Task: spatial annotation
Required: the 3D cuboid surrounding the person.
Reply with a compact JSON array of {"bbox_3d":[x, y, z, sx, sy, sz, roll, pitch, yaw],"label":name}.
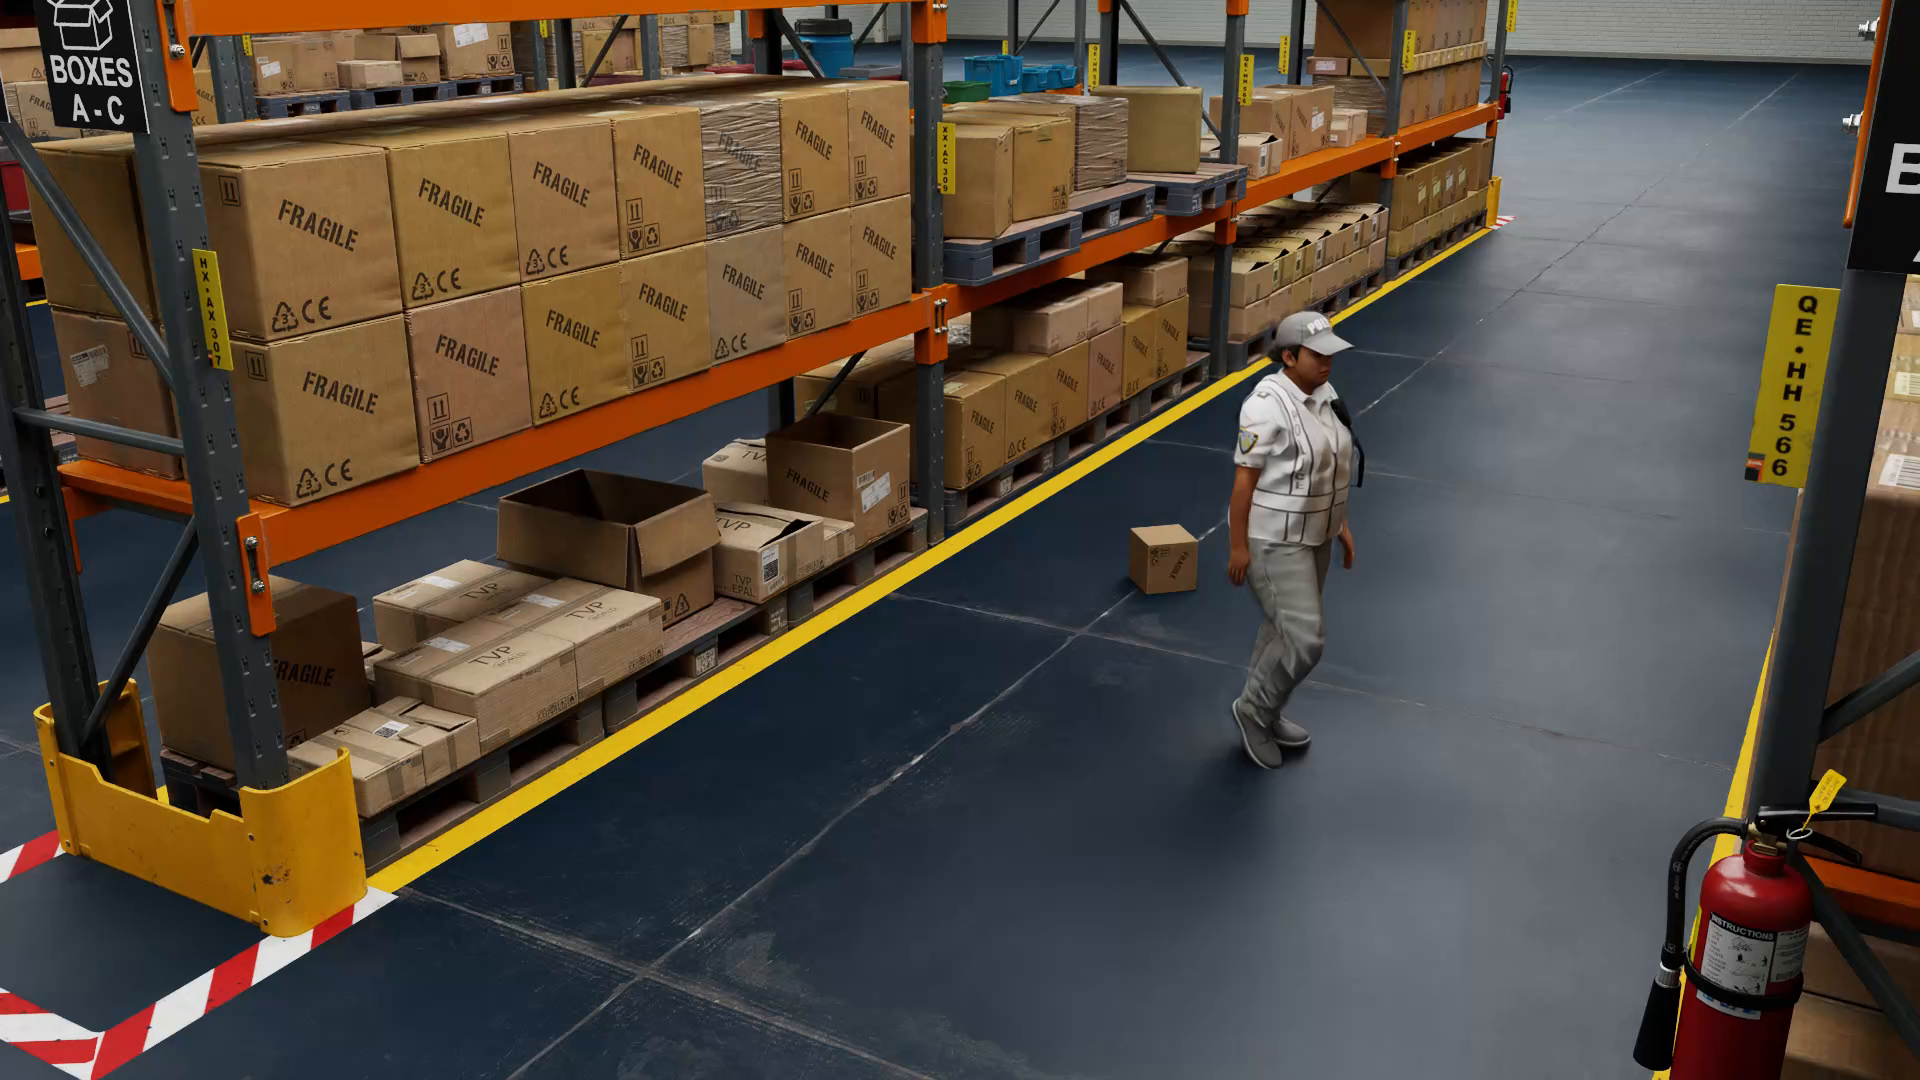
[{"bbox_3d":[1.218,0.015,6.019,0.466,1.698,0.496,18,26,41],"label":"person"}]
